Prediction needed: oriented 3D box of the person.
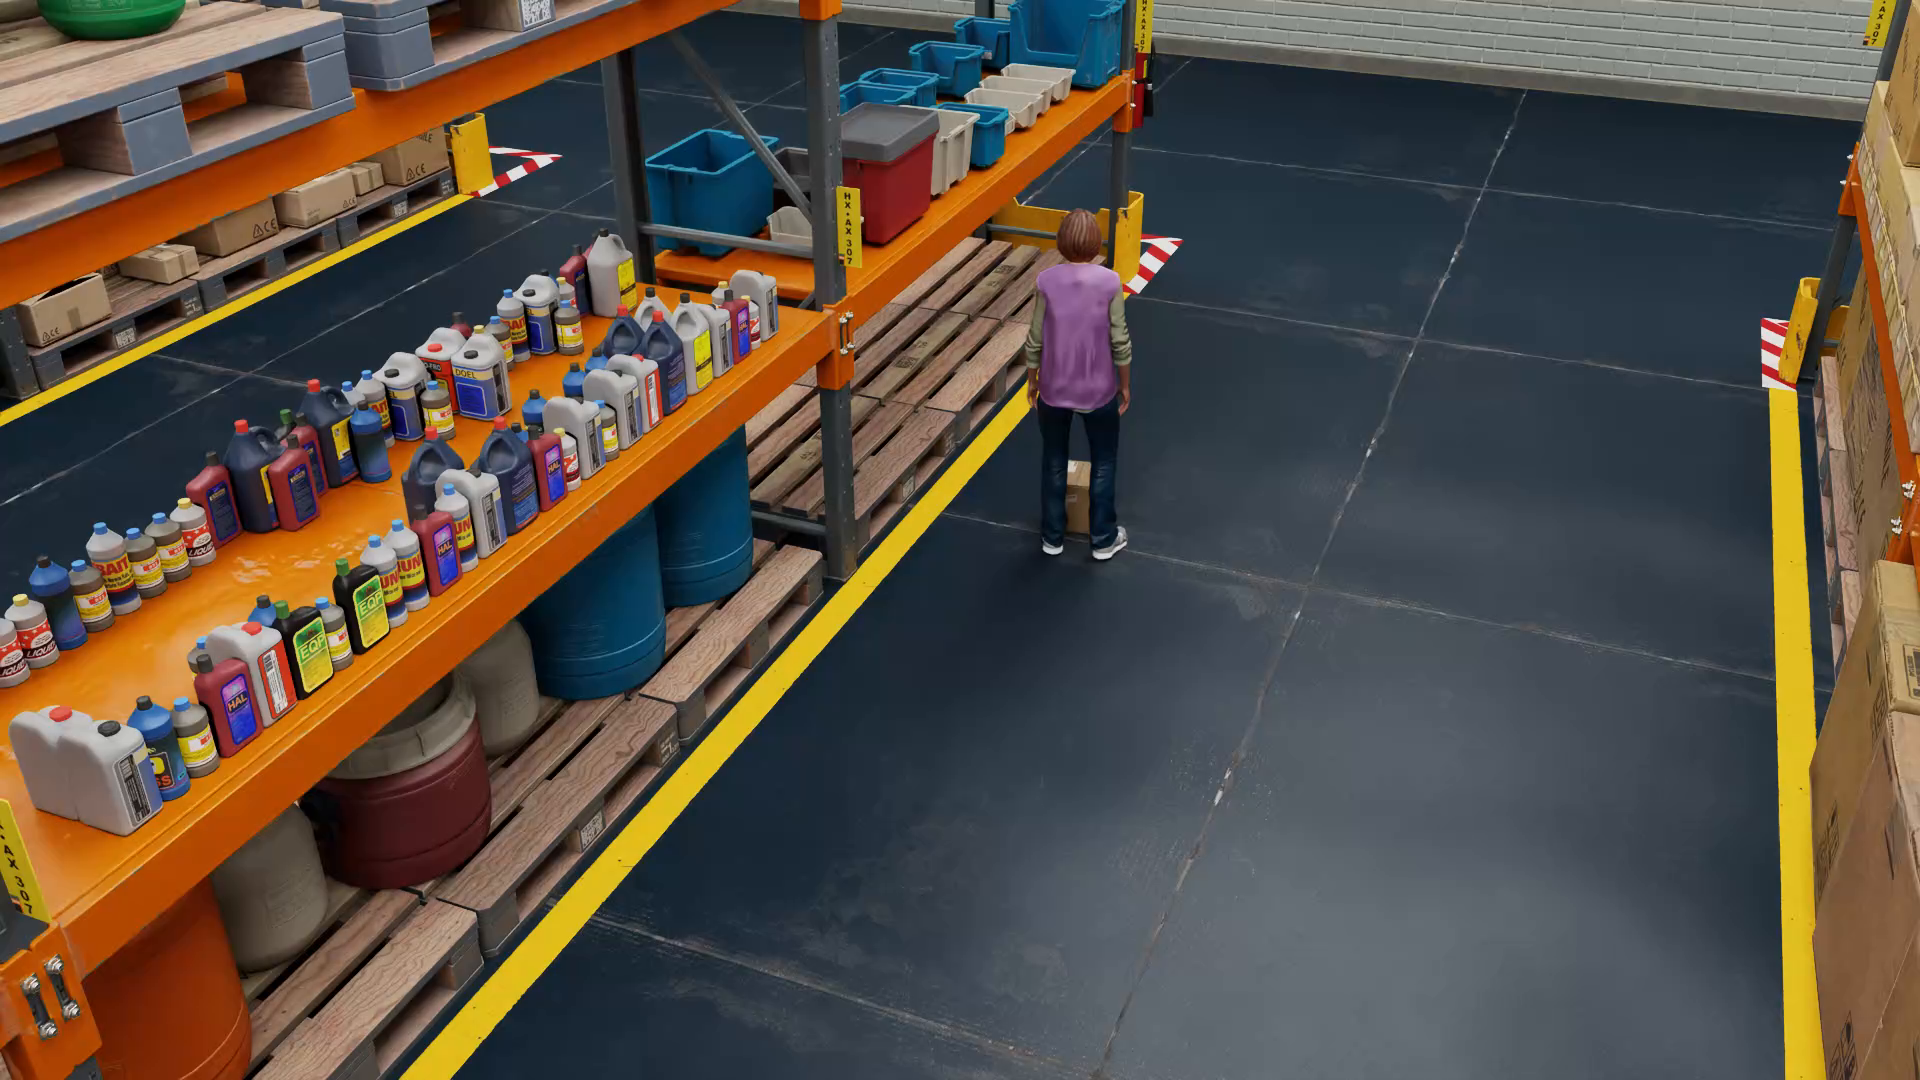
[{"bbox_3d":[0.520,-0.649,7.264,0.481,1.592,0.346,6,31,10],"label":"person"}]
